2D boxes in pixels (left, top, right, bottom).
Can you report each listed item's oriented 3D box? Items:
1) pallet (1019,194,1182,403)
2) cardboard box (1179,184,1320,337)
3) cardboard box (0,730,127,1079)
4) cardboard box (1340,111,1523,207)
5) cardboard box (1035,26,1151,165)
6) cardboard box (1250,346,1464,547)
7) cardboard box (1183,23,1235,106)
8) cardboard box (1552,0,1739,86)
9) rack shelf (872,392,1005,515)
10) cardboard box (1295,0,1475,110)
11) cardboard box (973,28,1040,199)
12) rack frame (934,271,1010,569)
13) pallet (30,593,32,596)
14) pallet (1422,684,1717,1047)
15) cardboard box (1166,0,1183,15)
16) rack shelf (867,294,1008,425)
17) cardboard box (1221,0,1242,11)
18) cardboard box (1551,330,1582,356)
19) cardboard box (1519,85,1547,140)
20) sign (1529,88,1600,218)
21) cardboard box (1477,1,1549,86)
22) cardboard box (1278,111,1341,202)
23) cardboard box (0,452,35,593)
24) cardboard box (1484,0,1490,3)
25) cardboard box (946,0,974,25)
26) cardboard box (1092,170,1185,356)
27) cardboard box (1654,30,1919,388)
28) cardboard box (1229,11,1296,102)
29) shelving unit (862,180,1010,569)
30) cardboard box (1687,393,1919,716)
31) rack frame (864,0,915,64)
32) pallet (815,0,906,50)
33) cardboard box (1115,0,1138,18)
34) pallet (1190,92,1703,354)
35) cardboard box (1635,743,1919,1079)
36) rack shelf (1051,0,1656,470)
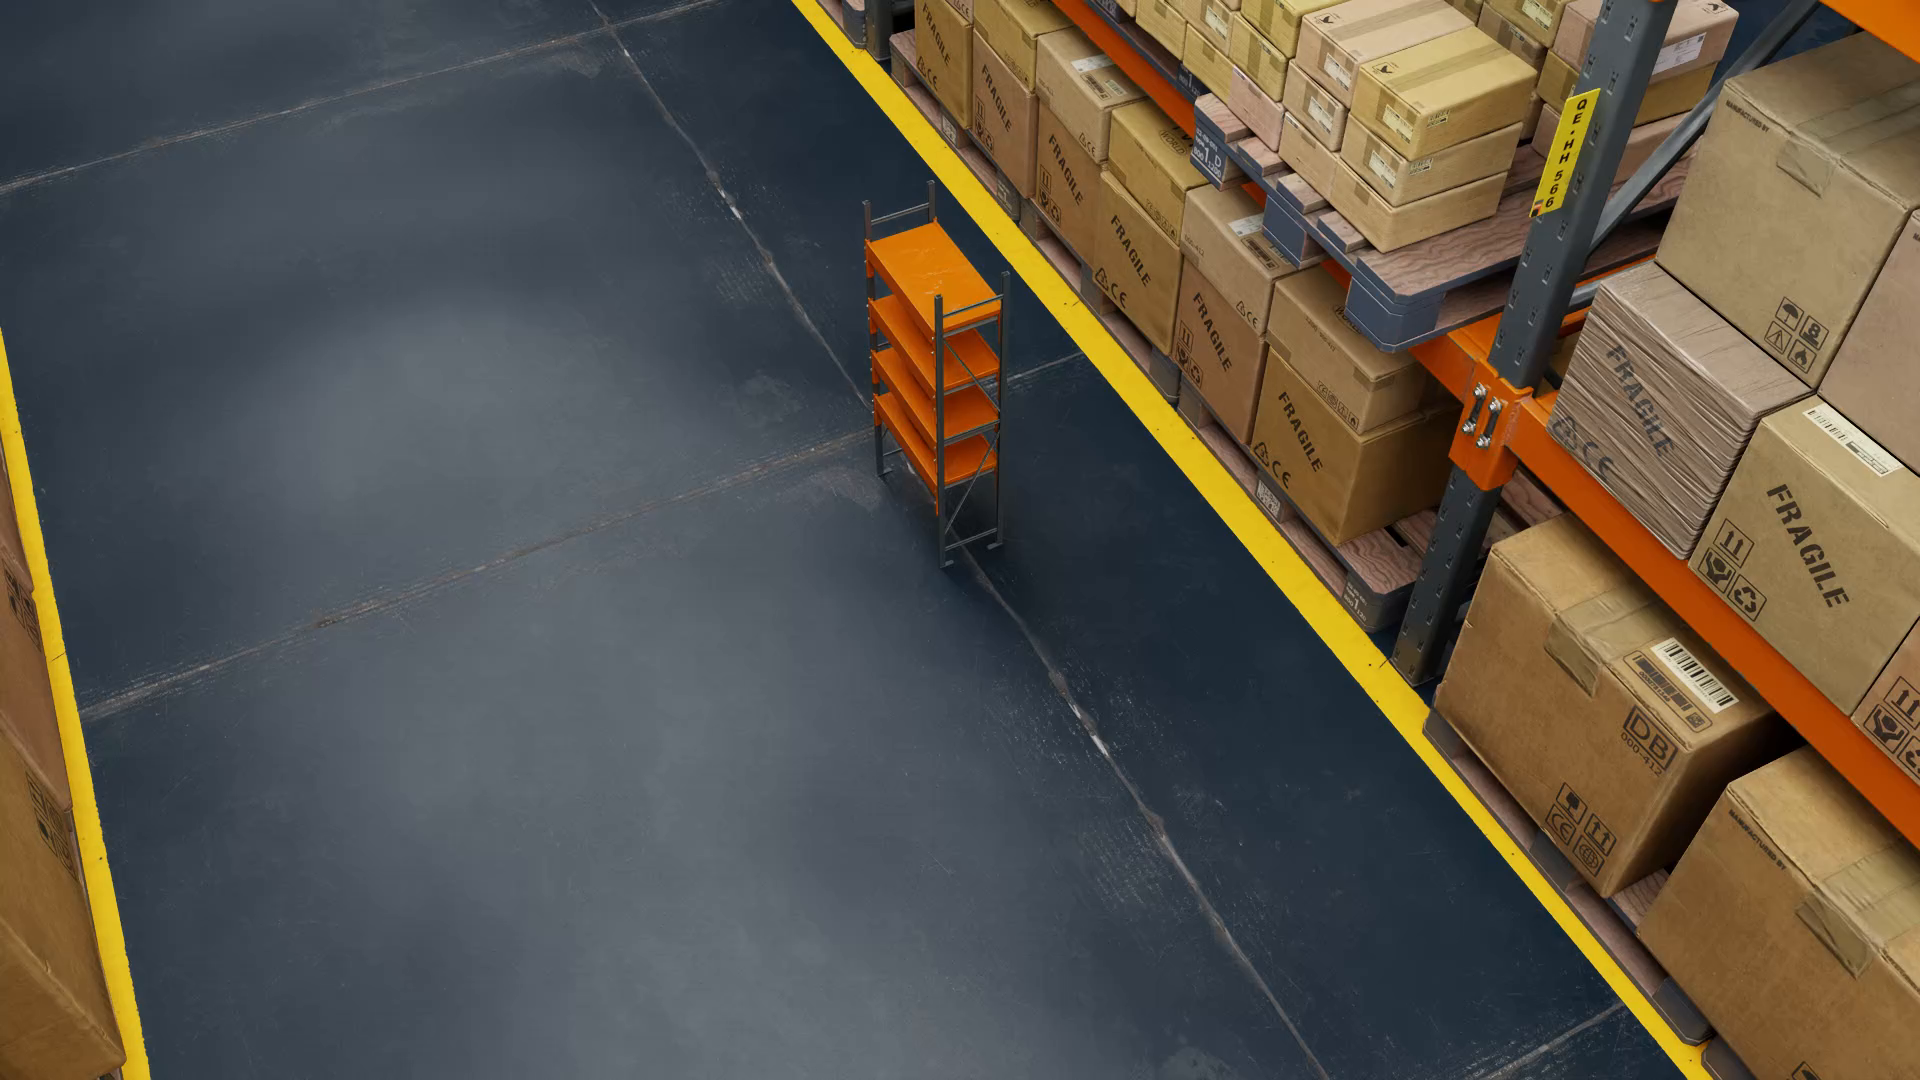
[{"bbox_3d":[0.955,-1.143,6.609,1.003,0.211,1.213,-21,52,-18],"label":"pallet"},{"bbox_3d":[1.079,-0.986,5.503,0.500,0.250,0.500,-20,52,-17],"label":"cardboard box"},{"bbox_3d":[-2.888,1.011,4.005,1.225,0.875,0.875,-23,53,-19],"label":"cardboard box"},{"bbox_3d":[1.234,-1.049,4.365,0.380,0.149,0.250,-20,52,-17],"label":"cardboard box"},{"bbox_3d":[0.614,-1.677,6.108,0.500,0.250,0.500,-19,52,-16],"label":"cardboard box"},{"bbox_3d":[1.332,-0.388,5.478,0.500,0.500,0.500,-21,52,-18],"label":"cardboard box"},{"bbox_3d":[0.890,-1.456,4.919,0.380,0.149,0.250,-22,52,-18],"label":"cardboard box"},{"bbox_3d":[1.824,-1.352,4.433,0.380,0.149,0.250,-21,52,-17],"label":"cardboard box"},{"bbox_3d":[-0.076,-0.331,5.595,0.258,0.148,0.480,-21,52,-18],"label":"rack shelf"},{"bbox_3d":[1.121,-1.312,4.398,0.380,0.149,0.250,-22,52,-18],"label":"cardboard box"},{"bbox_3d":[0.381,-1.775,6.691,0.500,0.500,0.500,-19,52,-16],"label":"cardboard box"},{"bbox_3d":[0.036,-0.342,5.252,0.240,1.200,0.015,-21,52,-18],"label":"rack frame"},{"bbox_3d":[-3.439,0.468,5.200,1.003,0.211,1.213,-21,52,-18],"label":"pallet"},{"bbox_3d":[2.159,0.750,4.954,1.003,0.211,1.213,-21,52,-18],"label":"pallet"},{"bbox_3d":[0.762,-1.737,4.967,0.380,0.149,0.250,-21,52,-18],"label":"cardboard box"},{"bbox_3d":[-0.076,-0.609,5.278,0.258,0.148,0.480,-21,52,-18],"label":"rack shelf"},{"bbox_3d":[0.875,-1.665,4.706,0.380,0.149,0.250,-20,52,-16],"label":"cardboard box"},{"bbox_3d":[1.765,-0.829,5.366,0.500,0.250,0.500,-23,53,-19],"label":"cardboard box"},{"bbox_3d":[1.718,-1.326,4.805,0.380,0.149,0.250,-19,51,-16],"label":"cardboard box"},{"bbox_3d":[1.387,-0.884,3.813,0.100,0.325,0.005,-21,52,-18],"label":"sign"},{"bbox_3d":[1.697,-1.449,4.715,0.380,0.149,0.250,-19,51,-16],"label":"cardboard box"},{"bbox_3d":[1.119,-1.116,4.621,0.380,0.149,0.250,-21,52,-18],"label":"cardboard box"},{"bbox_3d":[-3.701,-0.178,5.045,1.225,0.875,0.875,-23,53,-19],"label":"cardboard box"},{"bbox_3d":[1.593,-1.694,4.731,0.380,0.149,0.250,-21,52,-18],"label":"cardboard box"},{"bbox_3d":[0.138,-2.376,6.718,0.500,0.250,0.500,-23,53,-19],"label":"cardboard box"},{"bbox_3d":[0.841,-1.085,6.088,0.500,0.500,0.500,-23,53,-19],"label":"cardboard box"},{"bbox_3d":[2.062,-0.780,3.709,0.700,0.500,0.500,-21,52,-18],"label":"cardboard box"},{"bbox_3d":[0.988,-1.402,4.674,0.380,0.149,0.250,-20,52,-17],"label":"cardboard box"},{"bbox_3d":[-0.076,-0.506,5.395,0.258,1.200,0.503,-21,52,-18],"label":"shelving unit"},{"bbox_3d":[2.066,-0.022,3.710,0.500,0.500,0.500,-22,52,-18],"label":"cardboard box"},{"bbox_3d":[0.035,-3.399,6.730,1.000,3.000,0.127,-21,52,-18],"label":"rack frame"},{"bbox_3d":[-0.304,-2.918,8.162,1.003,0.211,1.213,-21,52,-18],"label":"pallet"},{"bbox_3d":[0.649,-1.809,5.228,0.380,0.149,0.250,-20,52,-16],"label":"cardboard box"},{"bbox_3d":[1.445,-1.099,4.846,1.213,0.211,1.003,-21,52,-18],"label":"pallet"},{"bbox_3d":[2.467,0.903,4.183,1.050,0.750,0.750,-20,52,-17],"label":"cardboard box"},{"bbox_3d":[0.950,-1.824,5.830,1.077,0.370,4.000,-21,52,-18],"label":"rack shelf"}]
